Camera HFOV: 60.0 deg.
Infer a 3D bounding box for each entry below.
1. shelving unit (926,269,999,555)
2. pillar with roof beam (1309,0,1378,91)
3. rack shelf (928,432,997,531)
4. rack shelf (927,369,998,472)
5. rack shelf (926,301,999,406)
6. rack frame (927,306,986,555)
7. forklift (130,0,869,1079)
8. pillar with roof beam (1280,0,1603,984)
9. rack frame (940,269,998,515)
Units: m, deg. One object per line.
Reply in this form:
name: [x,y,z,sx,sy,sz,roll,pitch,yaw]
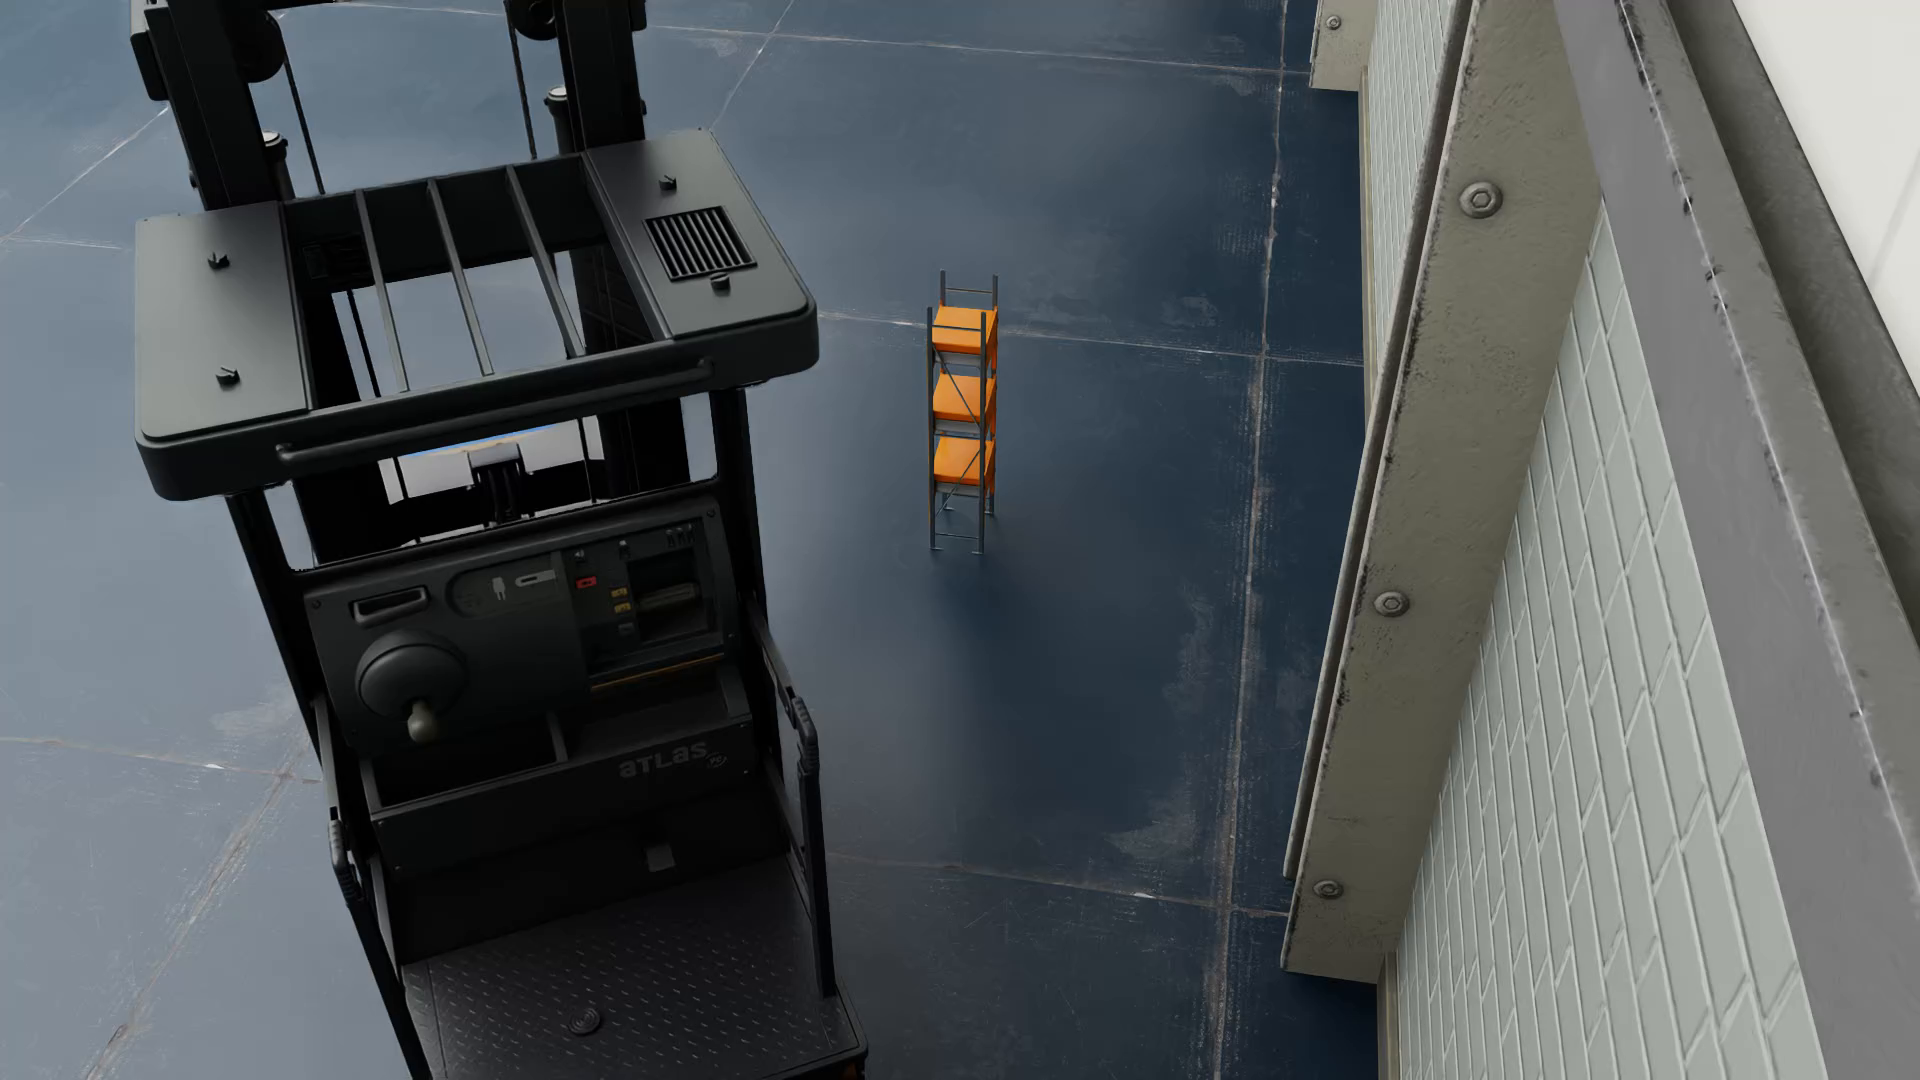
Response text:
shelving unit: [0.009,-0.438,5.956,0.215,1.050,0.252,6,40,8]
pillar with roof beam: [-2.097,-6.585,7.153,9.100,9.000,0.400,6,40,8]
rack shelf: [0.009,-0.216,6.140,0.215,0.259,0.240,6,40,8]
rack shelf: [0.009,-0.430,5.963,0.215,0.259,0.240,6,40,8]
rack shelf: [0.009,-0.649,5.782,0.215,0.259,0.240,6,40,8]
rack frame: [-0.012,-0.362,5.863,0.200,1.050,0.008,6,40,8]
forklift: [-0.902,0.260,3.635,1.130,2.935,3.031,-14,42,-16]
pillar with roof beam: [-3.136,-2.820,2.598,9.100,9.000,0.400,6,40,8]
rack frame: [0.030,-0.515,6.049,0.200,1.050,0.008,6,40,8]
